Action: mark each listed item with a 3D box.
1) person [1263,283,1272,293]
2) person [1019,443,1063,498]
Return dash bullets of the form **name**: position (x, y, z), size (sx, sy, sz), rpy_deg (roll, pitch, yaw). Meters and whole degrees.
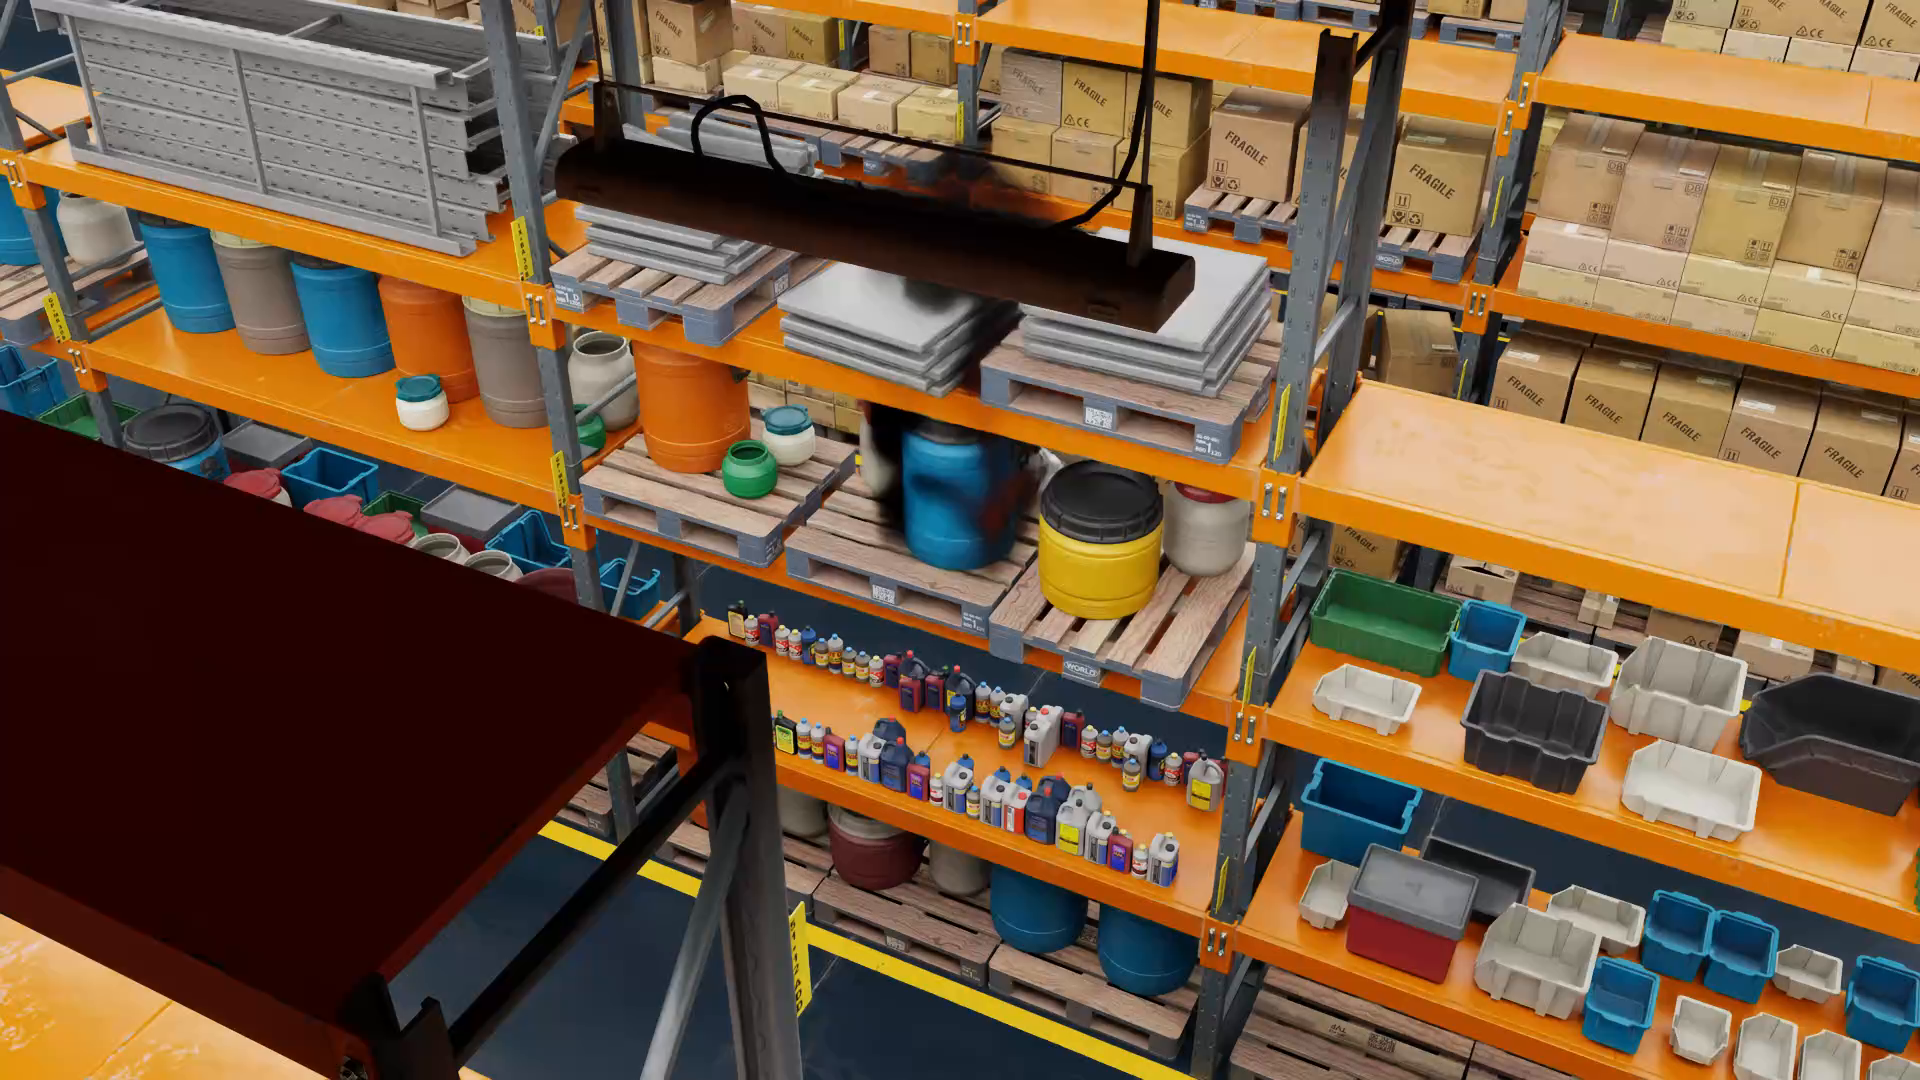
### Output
- **person**: position (2.741, -2.231, 15.779), size (0.779, 1.556, 0.554), rpy_deg (-7, 36, -10)
- **person**: position (0.473, -0.193, 12.672), size (0.649, 1.678, 0.604), rpy_deg (12, 37, 17)
